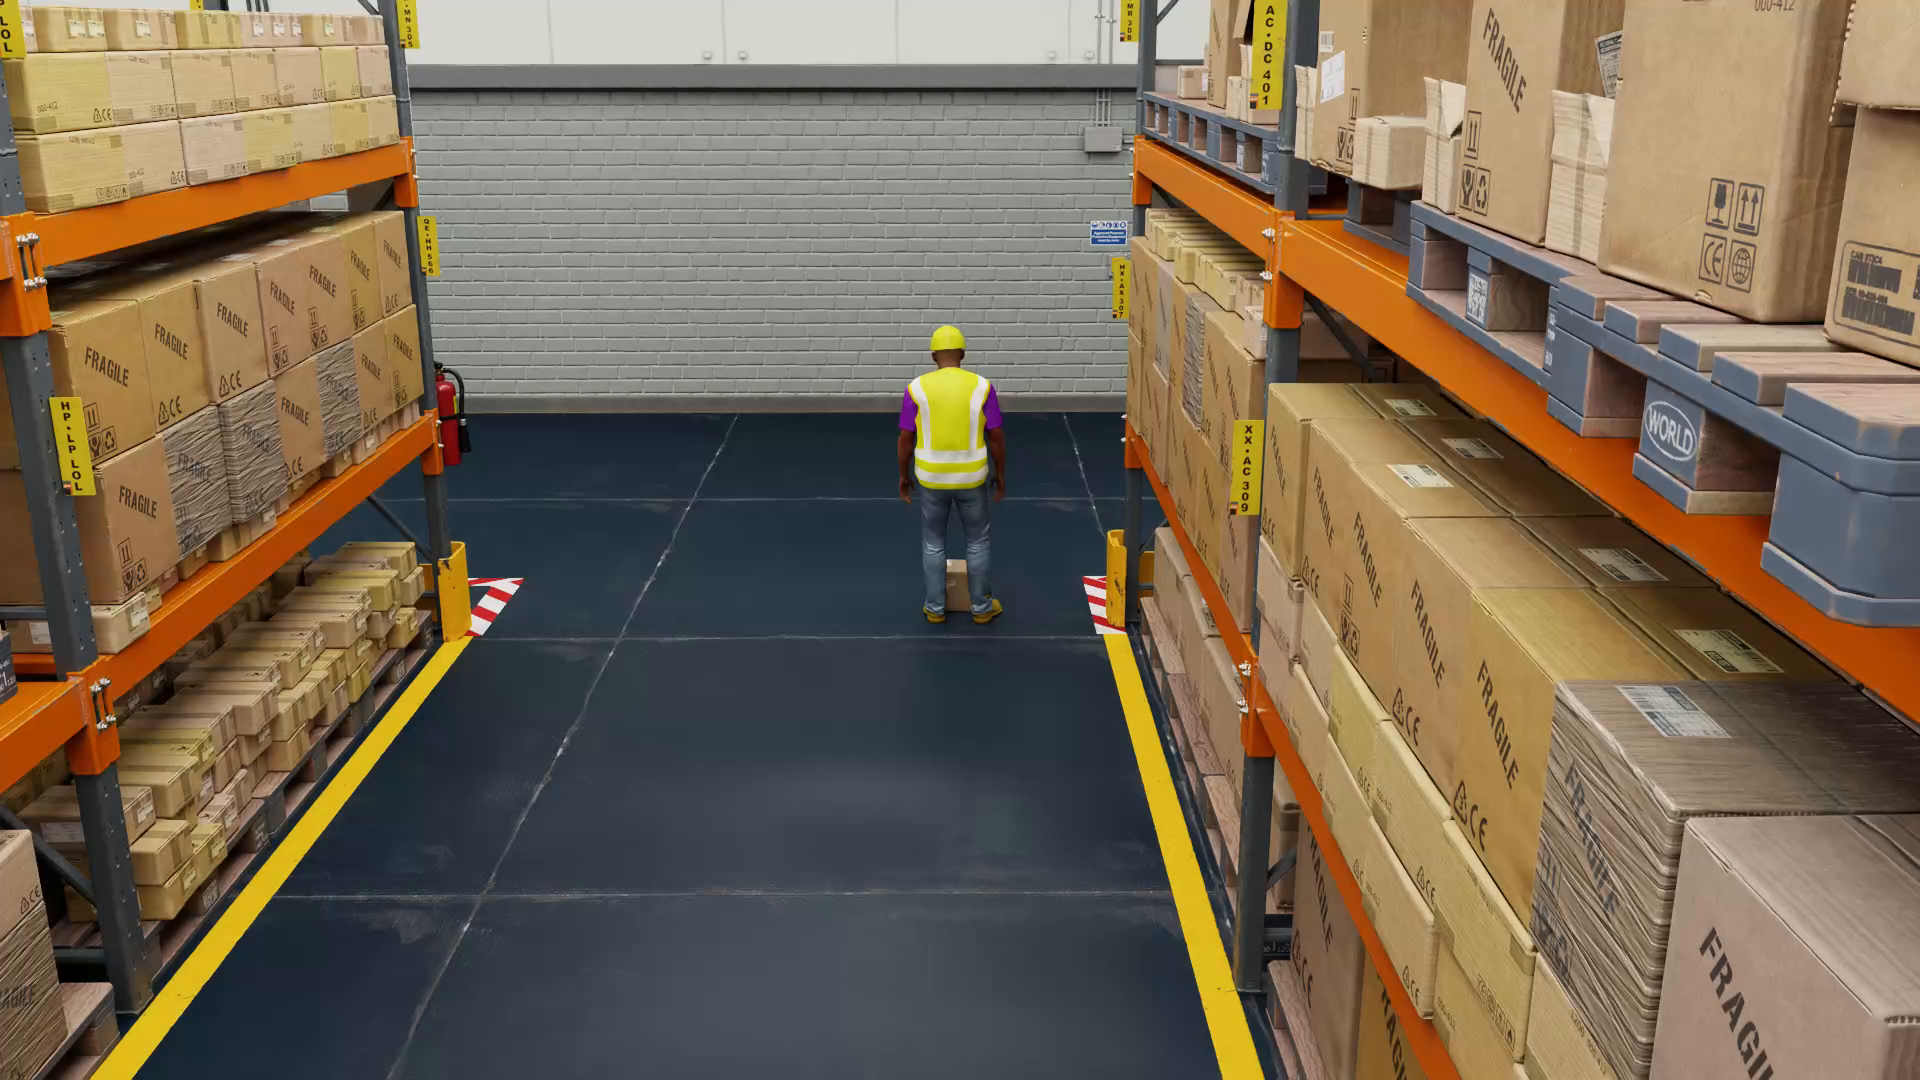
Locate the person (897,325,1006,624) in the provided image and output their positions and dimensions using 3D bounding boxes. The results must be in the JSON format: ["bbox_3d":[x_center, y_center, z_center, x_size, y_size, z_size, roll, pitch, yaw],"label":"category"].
[{"bbox_3d":[-0.046,-0.378,9.750,0.633,1.759,0.461,0,17,1],"label":"person"}]
